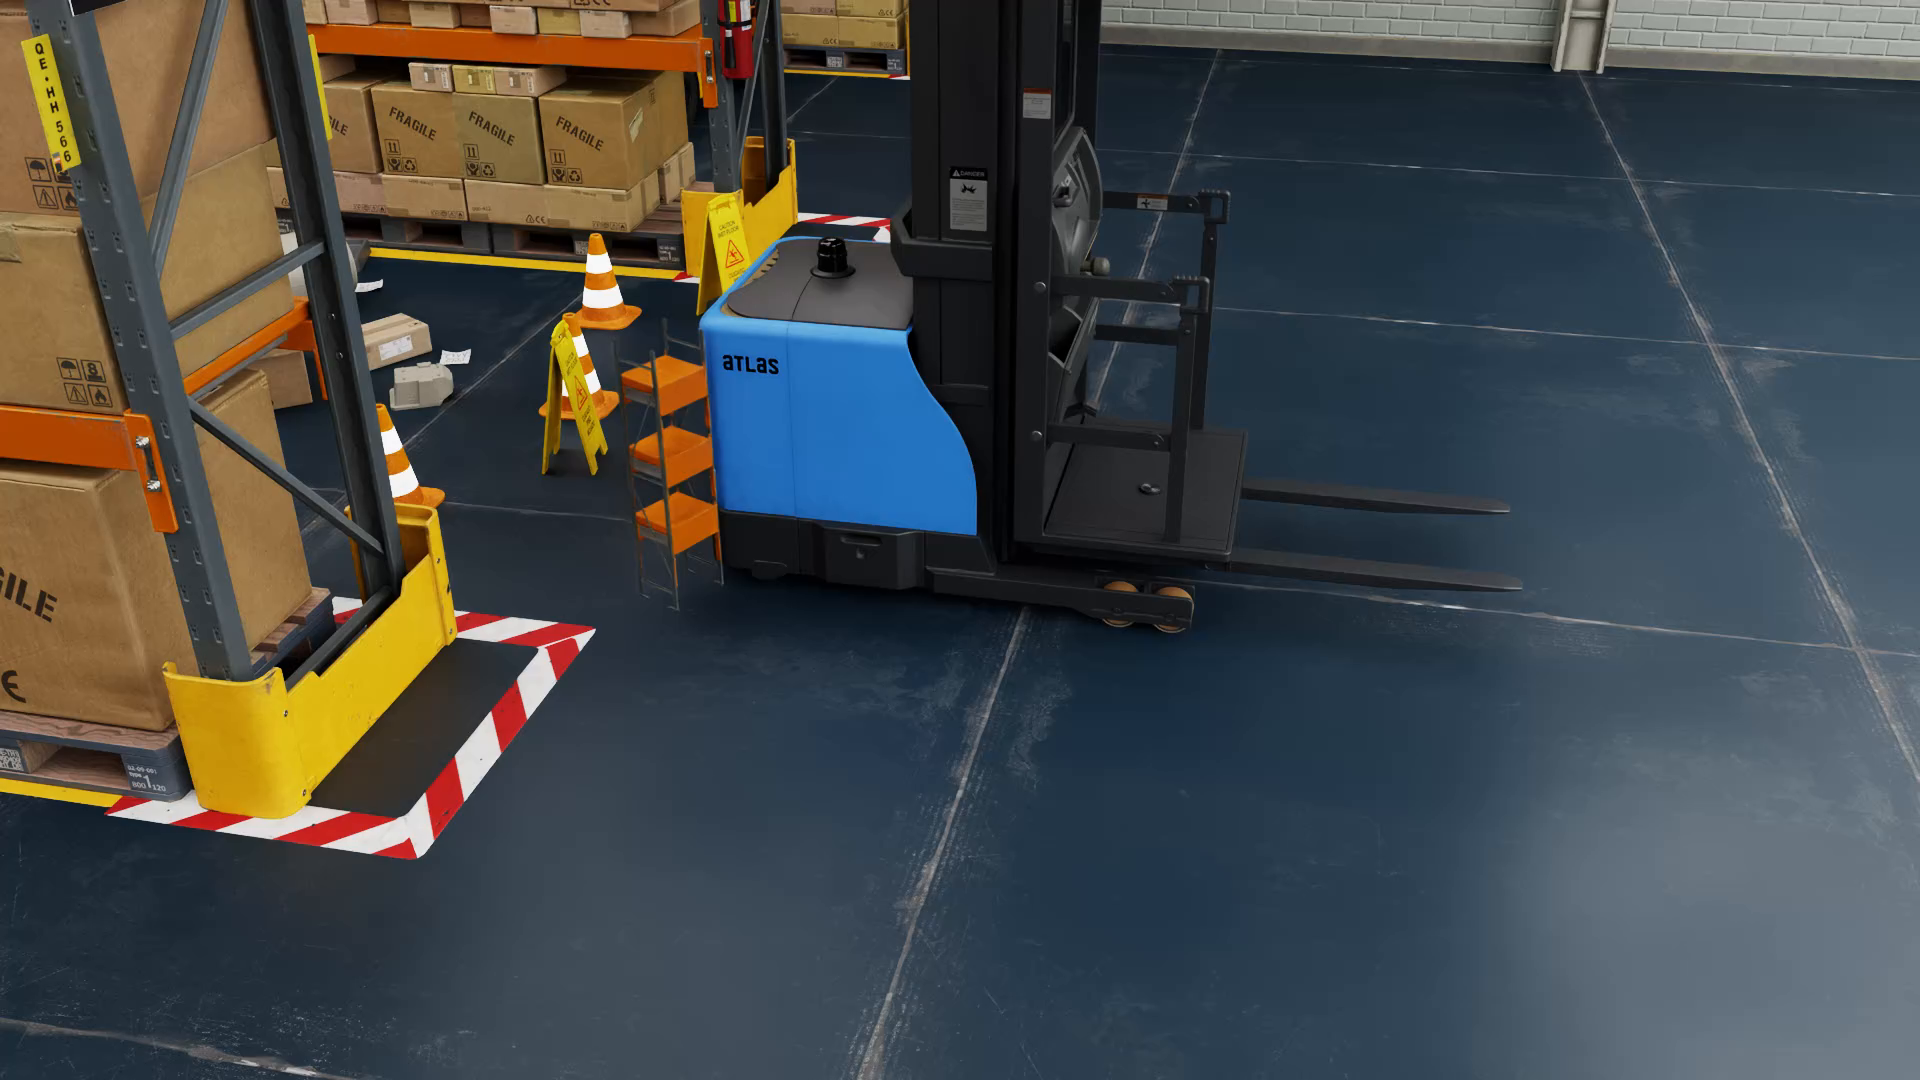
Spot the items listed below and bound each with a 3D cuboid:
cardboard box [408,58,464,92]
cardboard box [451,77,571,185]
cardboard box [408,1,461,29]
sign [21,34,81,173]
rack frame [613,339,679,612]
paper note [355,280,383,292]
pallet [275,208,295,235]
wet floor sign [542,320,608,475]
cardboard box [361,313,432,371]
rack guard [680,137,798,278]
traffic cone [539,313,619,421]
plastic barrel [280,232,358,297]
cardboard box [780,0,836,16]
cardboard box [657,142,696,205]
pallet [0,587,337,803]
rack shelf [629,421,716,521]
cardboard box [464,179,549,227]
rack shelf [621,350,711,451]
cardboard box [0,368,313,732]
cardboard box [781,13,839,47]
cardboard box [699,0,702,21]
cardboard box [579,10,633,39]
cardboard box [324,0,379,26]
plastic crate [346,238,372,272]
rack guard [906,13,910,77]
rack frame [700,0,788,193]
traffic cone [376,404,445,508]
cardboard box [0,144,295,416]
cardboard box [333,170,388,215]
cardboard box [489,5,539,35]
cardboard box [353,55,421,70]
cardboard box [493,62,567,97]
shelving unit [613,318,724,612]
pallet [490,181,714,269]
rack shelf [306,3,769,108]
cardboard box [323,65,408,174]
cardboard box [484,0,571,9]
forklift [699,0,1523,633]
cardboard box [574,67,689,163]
[{"bbox_3d":[-2.928,-2.679,9.490,0.250,0.149,0.380,7,29,13],"label":"cardboard box"},{"bbox_3d":[-2.564,-2.386,9.630,0.500,0.500,0.500,7,29,12],"label":"cardboard box"},{"bbox_3d":[-2.890,-2.993,9.355,0.250,0.149,0.380,6,29,10],"label":"cardboard box"},{"bbox_3d":[-2.276,-1.094,4.173,0.005,0.325,0.100,6,29,11],"label":"sign"},{"bbox_3d":[-1.141,-0.221,6.060,0.200,1.050,0.008,19,34,31],"label":"rack frame"},{"bbox_3d":[-3.320,-1.427,9.325,0.148,0.019,0.142,-4,29,-7],"label":"paper note"},{"bbox_3d":[-4.462,-2.198,10.545,1.213,0.211,1.003,6,29,11],"label":"pallet"},{"bbox_3d":[-1.708,-0.630,7.229,0.232,0.644,0.267,1,29,2],"label":"wet floor sign"},{"bbox_3d":[-2.918,-1.003,8.427,0.250,0.149,0.380,23,36,36],"label":"cardboard box"},{"bbox_3d":[-1.289,-1.982,9.850,0.348,0.500,1.175,6,29,11],"label":"rack guard"},{"bbox_3d":[-1.804,-0.840,7.802,0.334,0.463,0.336,6,29,11],"label":"traffic cone"},{"bbox_3d":[-3.551,-1.437,8.934,0.512,0.421,0.421,-21,35,-33],"label":"plastic barrel"},{"bbox_3d":[-1.211,-4.557,13.855,0.500,0.250,0.500,6,29,10],"label":"cardboard box"},{"bbox_3d":[-1.946,-2.260,10.180,0.500,0.250,0.500,6,29,10],"label":"cardboard box"},{"bbox_3d":[-2.948,0.444,5.720,1.213,0.211,1.003,6,29,11],"label":"pallet"},{"bbox_3d":[-1.069,-0.259,6.151,0.215,0.259,0.240,19,34,31],"label":"rack shelf"},{"bbox_3d":[-2.566,-2.059,9.814,0.500,0.250,0.500,6,29,11],"label":"cardboard box"},{"bbox_3d":[-1.069,-0.508,6.015,0.215,0.259,0.240,19,34,31],"label":"rack shelf"},{"bbox_3d":[-2.826,-0.025,5.448,0.875,0.875,0.875,6,29,11],"label":"cardboard box"},{"bbox_3d":[-1.191,-4.333,13.968,0.500,0.250,0.500,6,29,11],"label":"cardboard box"},{"bbox_3d":[-1.504,-3.092,9.535,0.250,0.149,0.380,6,29,11],"label":"cardboard box"},{"bbox_3d":[-1.896,-2.871,9.132,0.250,0.149,0.380,6,29,10],"label":"cardboard box"},{"bbox_3d":[-3.384,-3.035,9.431,0.250,0.149,0.380,6,29,10],"label":"cardboard box"},{"bbox_3d":[-3.762,-1.649,9.678,0.583,0.080,0.402,-4,29,-7],"label":"plastic crate"},{"bbox_3d":[-0.158,-4.303,14.090,0.348,0.500,1.175,6,29,11],"label":"rack guard"},{"bbox_3d":[-1.215,-3.071,9.235,0.127,3.000,1.000,6,29,11],"label":"rack frame"},{"bbox_3d":[-2.372,-0.343,6.895,0.334,0.463,0.336,6,29,11],"label":"traffic cone"},{"bbox_3d":[-2.522,-0.818,4.964,0.550,0.550,0.875,6,29,11],"label":"cardboard box"},{"bbox_3d":[-3.562,-2.164,10.005,0.500,0.250,0.500,5,29,10],"label":"cardboard box"},{"bbox_3d":[-2.400,-2.918,9.218,0.250,0.149,0.380,6,29,11],"label":"cardboard box"},{"bbox_3d":[-3.495,-2.745,10.285,0.500,0.500,0.500,7,30,13],"label":"cardboard box"},{"bbox_3d":[-2.426,-2.625,9.392,0.250,0.149,0.380,7,29,12],"label":"cardboard box"},{"bbox_3d":[-1.069,-0.268,6.146,0.215,1.050,0.252,19,34,31],"label":"shelving unit"},{"bbox_3d":[-2.076,-1.953,10.098,1.213,0.211,1.003,6,29,11],"label":"pallet"},{"bbox_3d":[-3.170,-2.956,9.774,4.000,0.370,1.077,6,29,11],"label":"rack shelf"},{"bbox_3d":[-3.573,-2.492,9.823,0.500,0.500,0.500,7,30,13],"label":"cardboard box"},{"bbox_3d":[-2.292,-3.222,9.099,0.500,0.500,0.500,6,29,11],"label":"cardboard box"},{"bbox_3d":[0.609,-1.223,5.932,3.031,2.935,1.130,6,29,11],"label":"forklift"},{"bbox_3d":[-1.969,-2.591,10.004,0.500,0.500,0.500,5,29,9],"label":"cardboard box"}]
